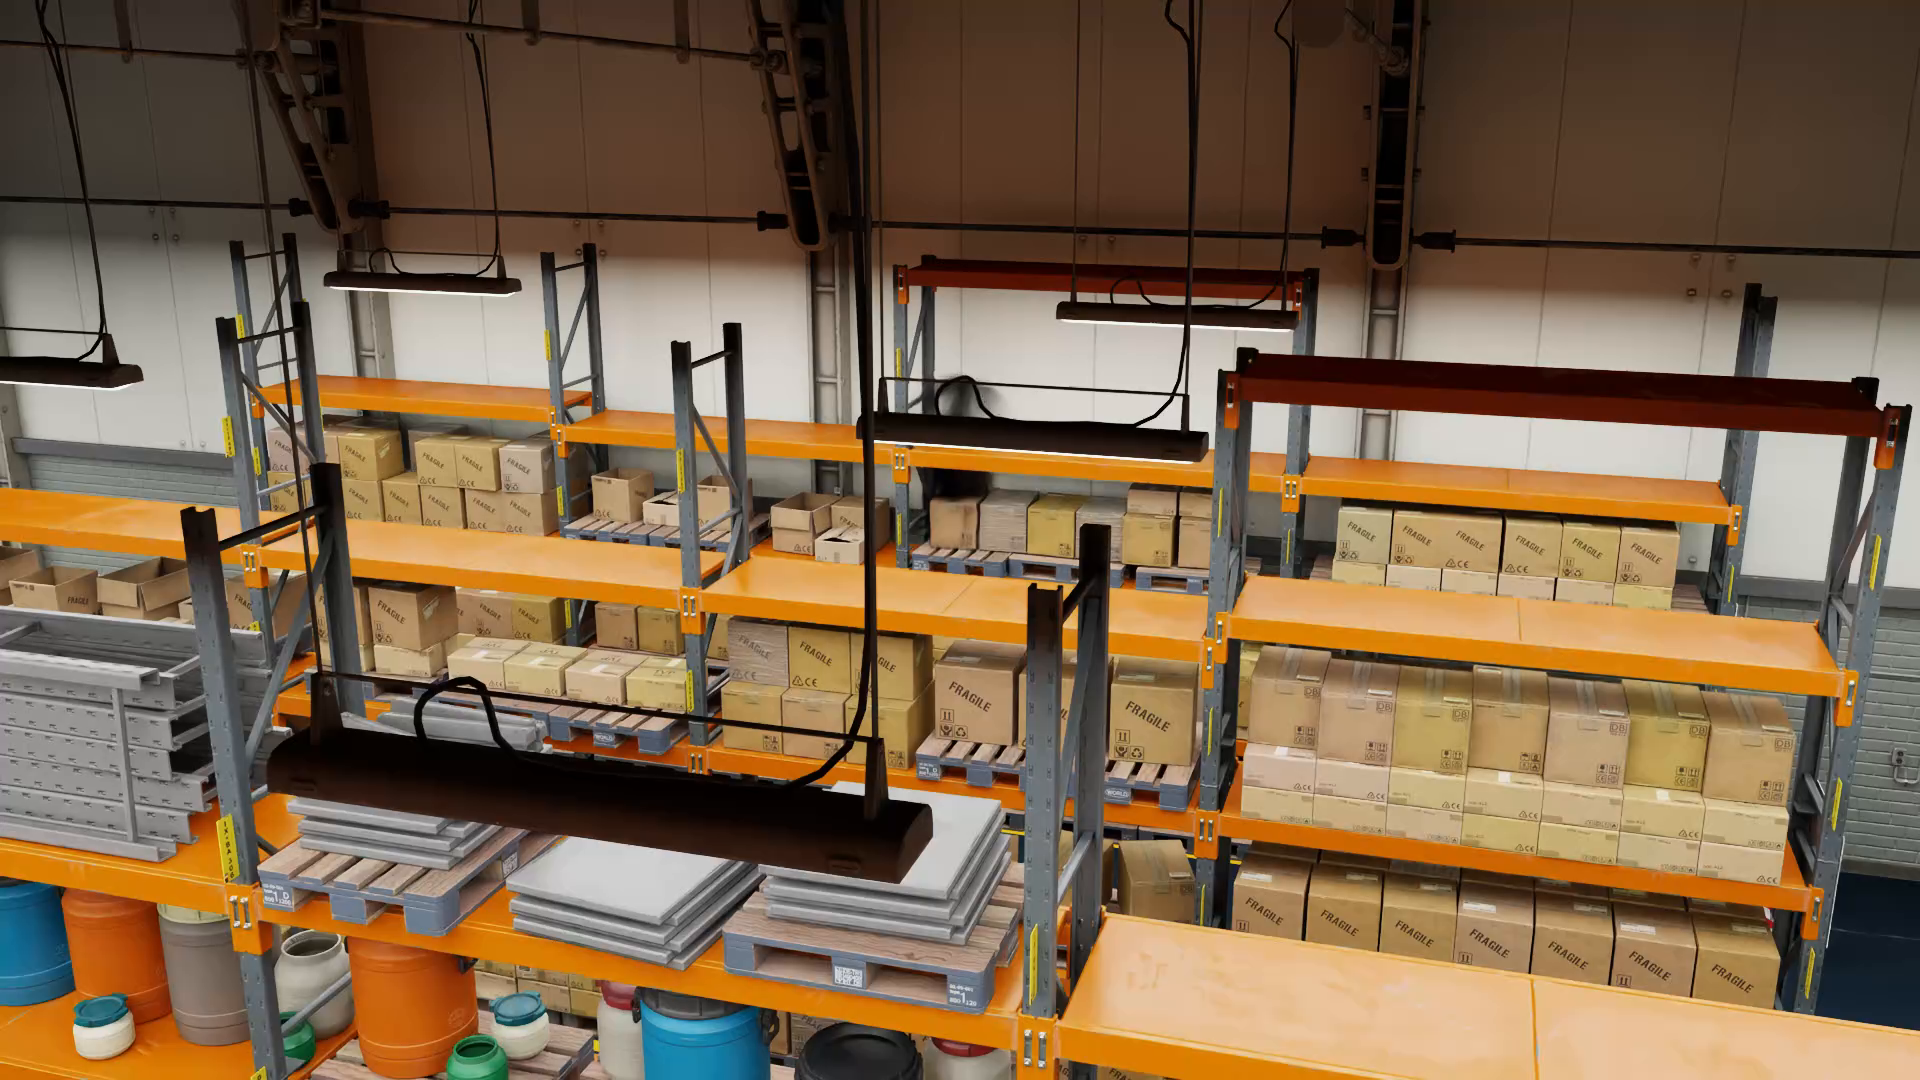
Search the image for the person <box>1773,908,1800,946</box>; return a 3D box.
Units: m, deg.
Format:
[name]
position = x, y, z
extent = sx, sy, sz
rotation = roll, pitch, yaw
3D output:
[person]
position = 7.587, 3.129, 14.958
extent = 0.485, 1.585, 0.585
rotation = -10, 19, -30
